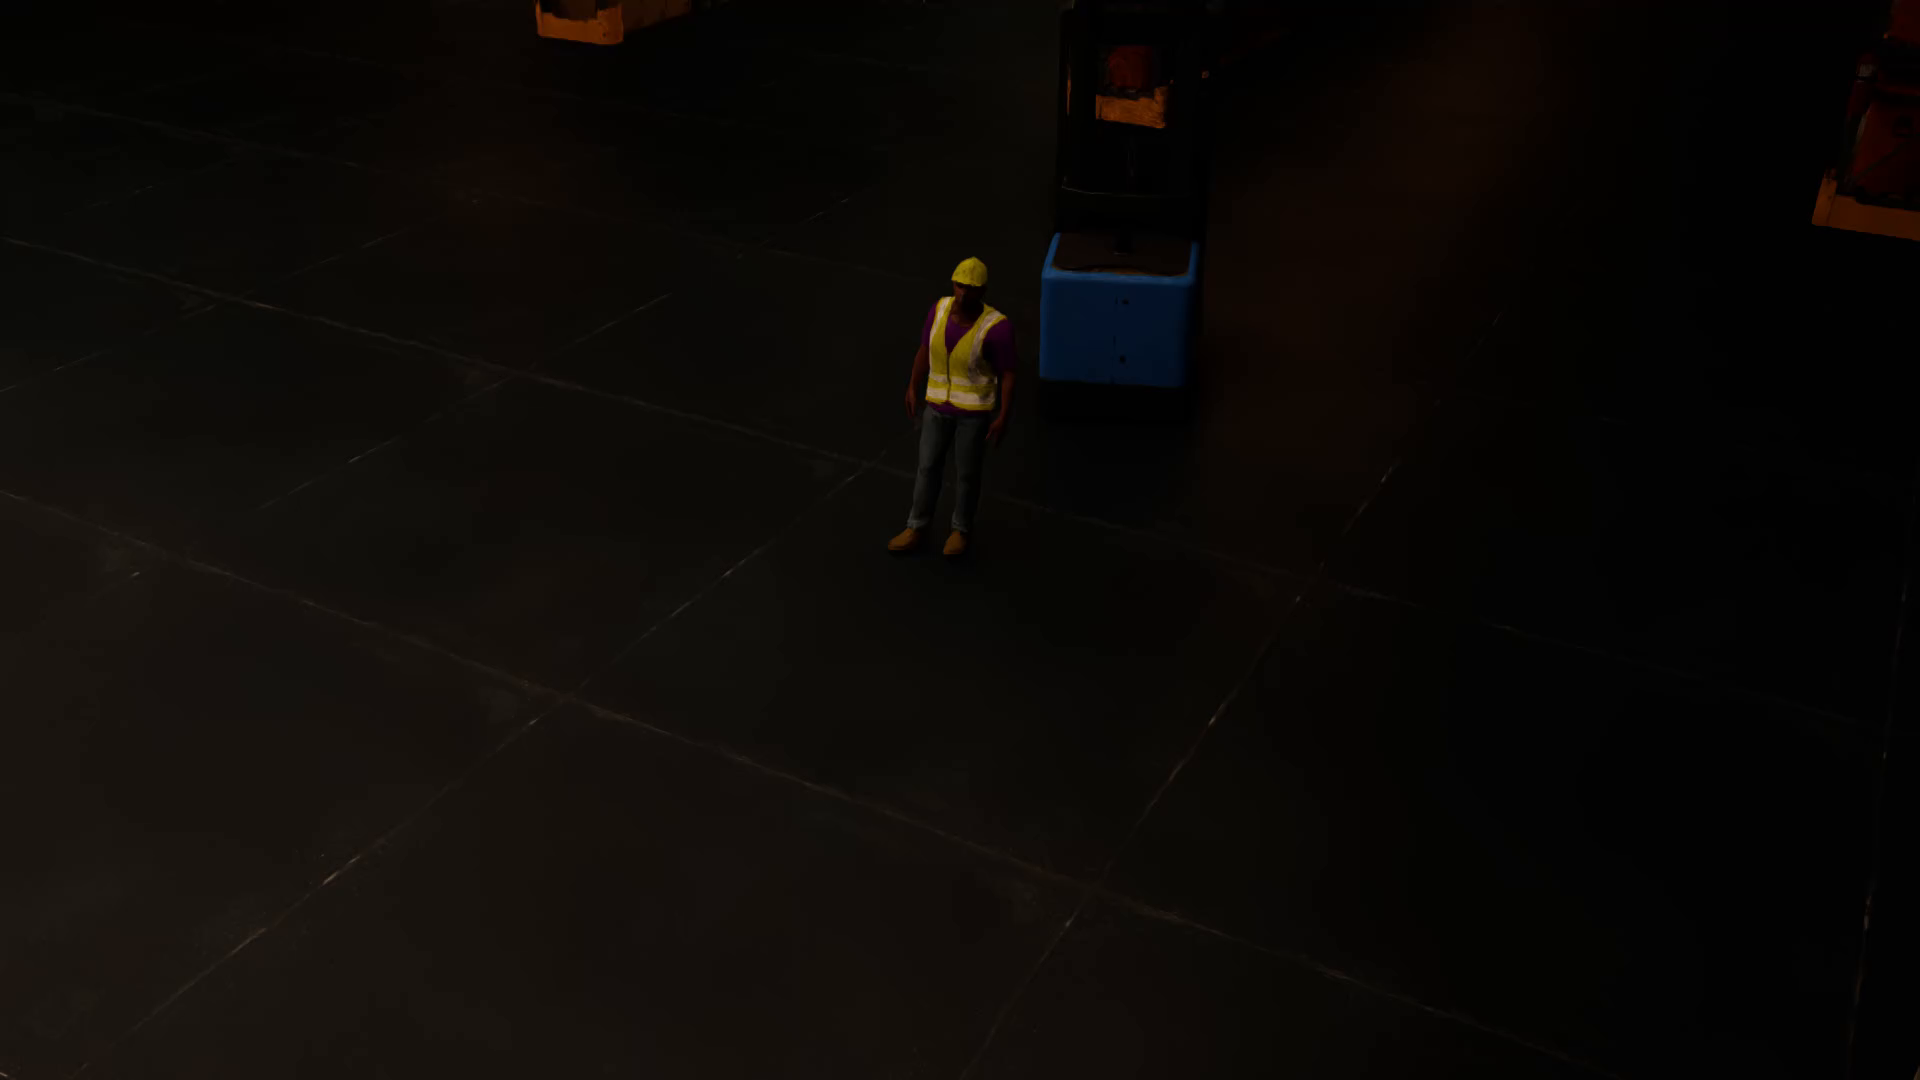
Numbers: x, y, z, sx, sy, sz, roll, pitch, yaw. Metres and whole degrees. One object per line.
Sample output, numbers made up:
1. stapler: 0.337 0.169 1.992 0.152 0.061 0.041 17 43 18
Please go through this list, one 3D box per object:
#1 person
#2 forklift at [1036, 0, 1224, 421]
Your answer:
1. person: -0.038 -0.742 9.507 0.665 1.766 0.576 15 33 25
2. forklift: 1.261 -2.796 11.915 1.130 2.935 3.031 4 30 8
